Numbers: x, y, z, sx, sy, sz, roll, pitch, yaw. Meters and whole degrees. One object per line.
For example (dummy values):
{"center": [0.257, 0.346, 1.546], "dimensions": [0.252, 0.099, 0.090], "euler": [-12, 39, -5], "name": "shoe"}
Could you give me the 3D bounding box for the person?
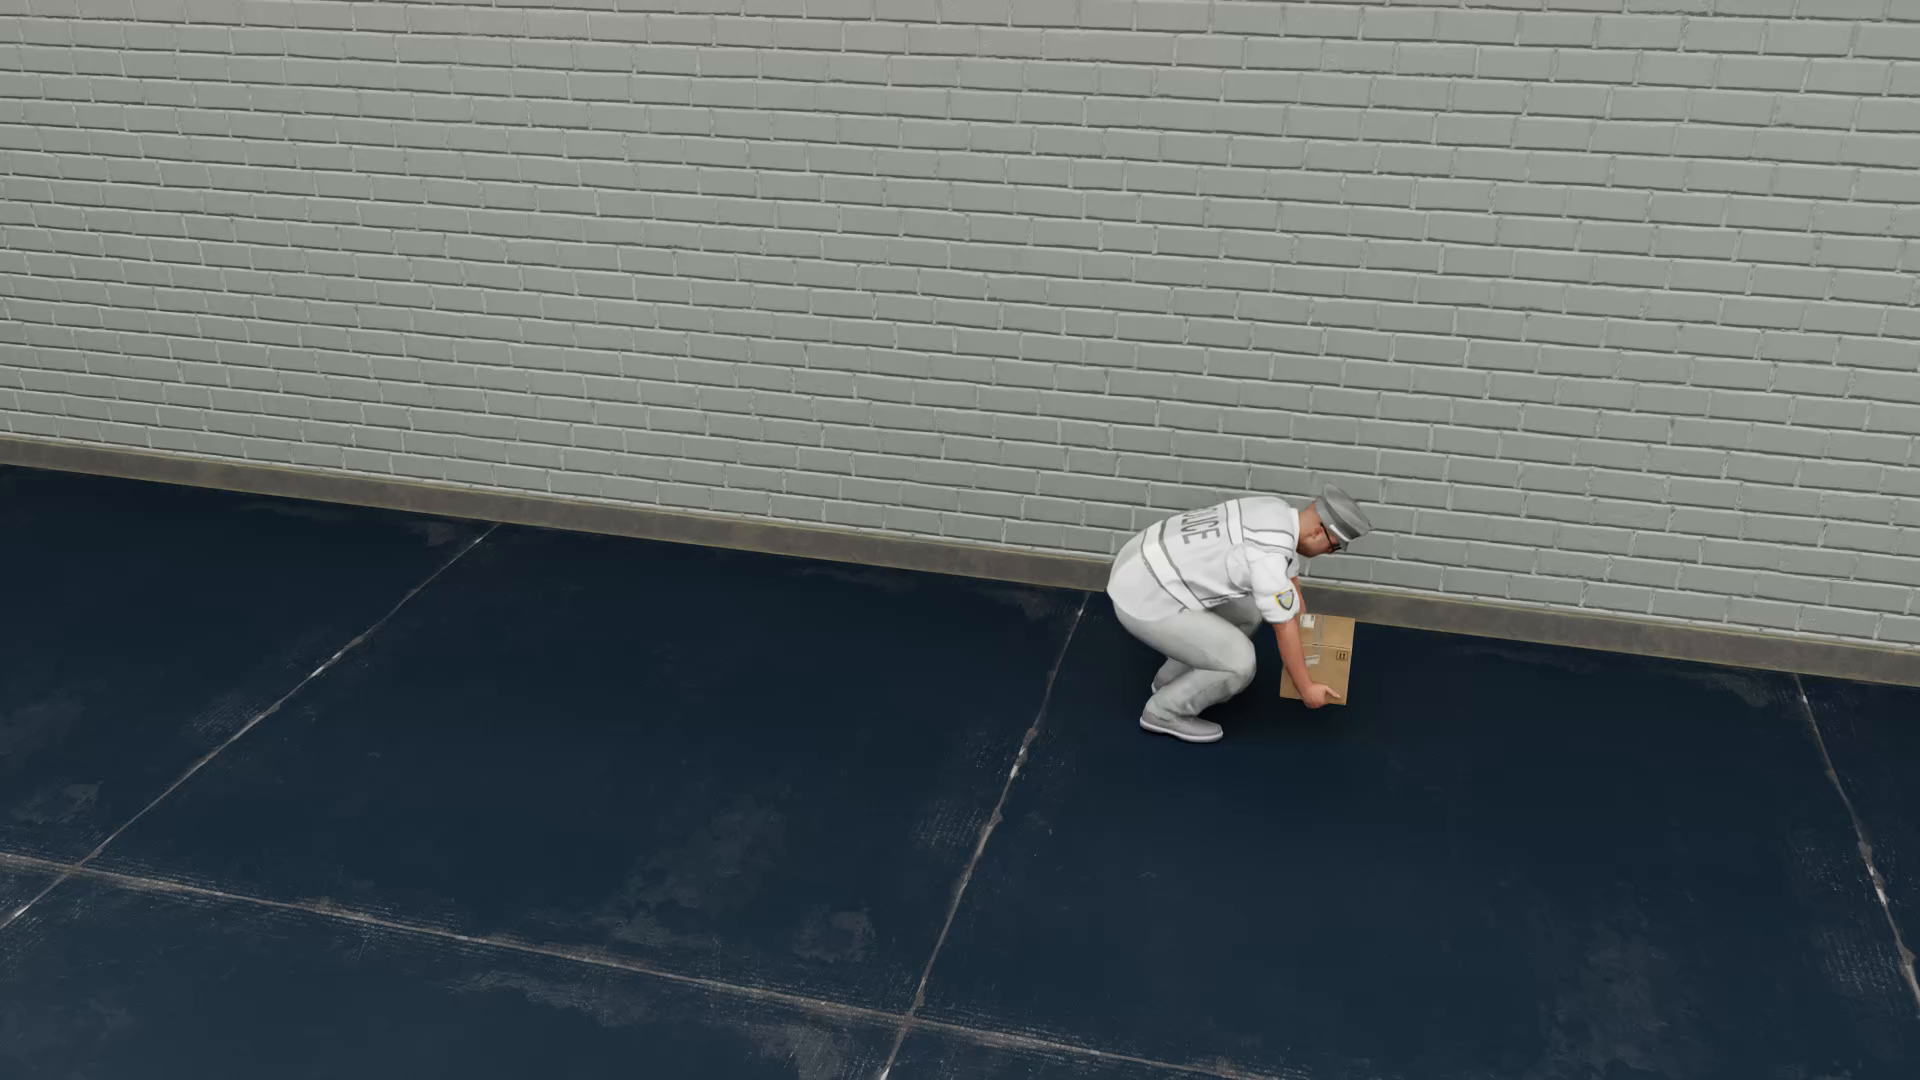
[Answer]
{"center": [1.057, 0.254, 6.428], "dimensions": [0.970, 1.024, 0.532], "euler": [6, 26, 12], "name": "person"}
